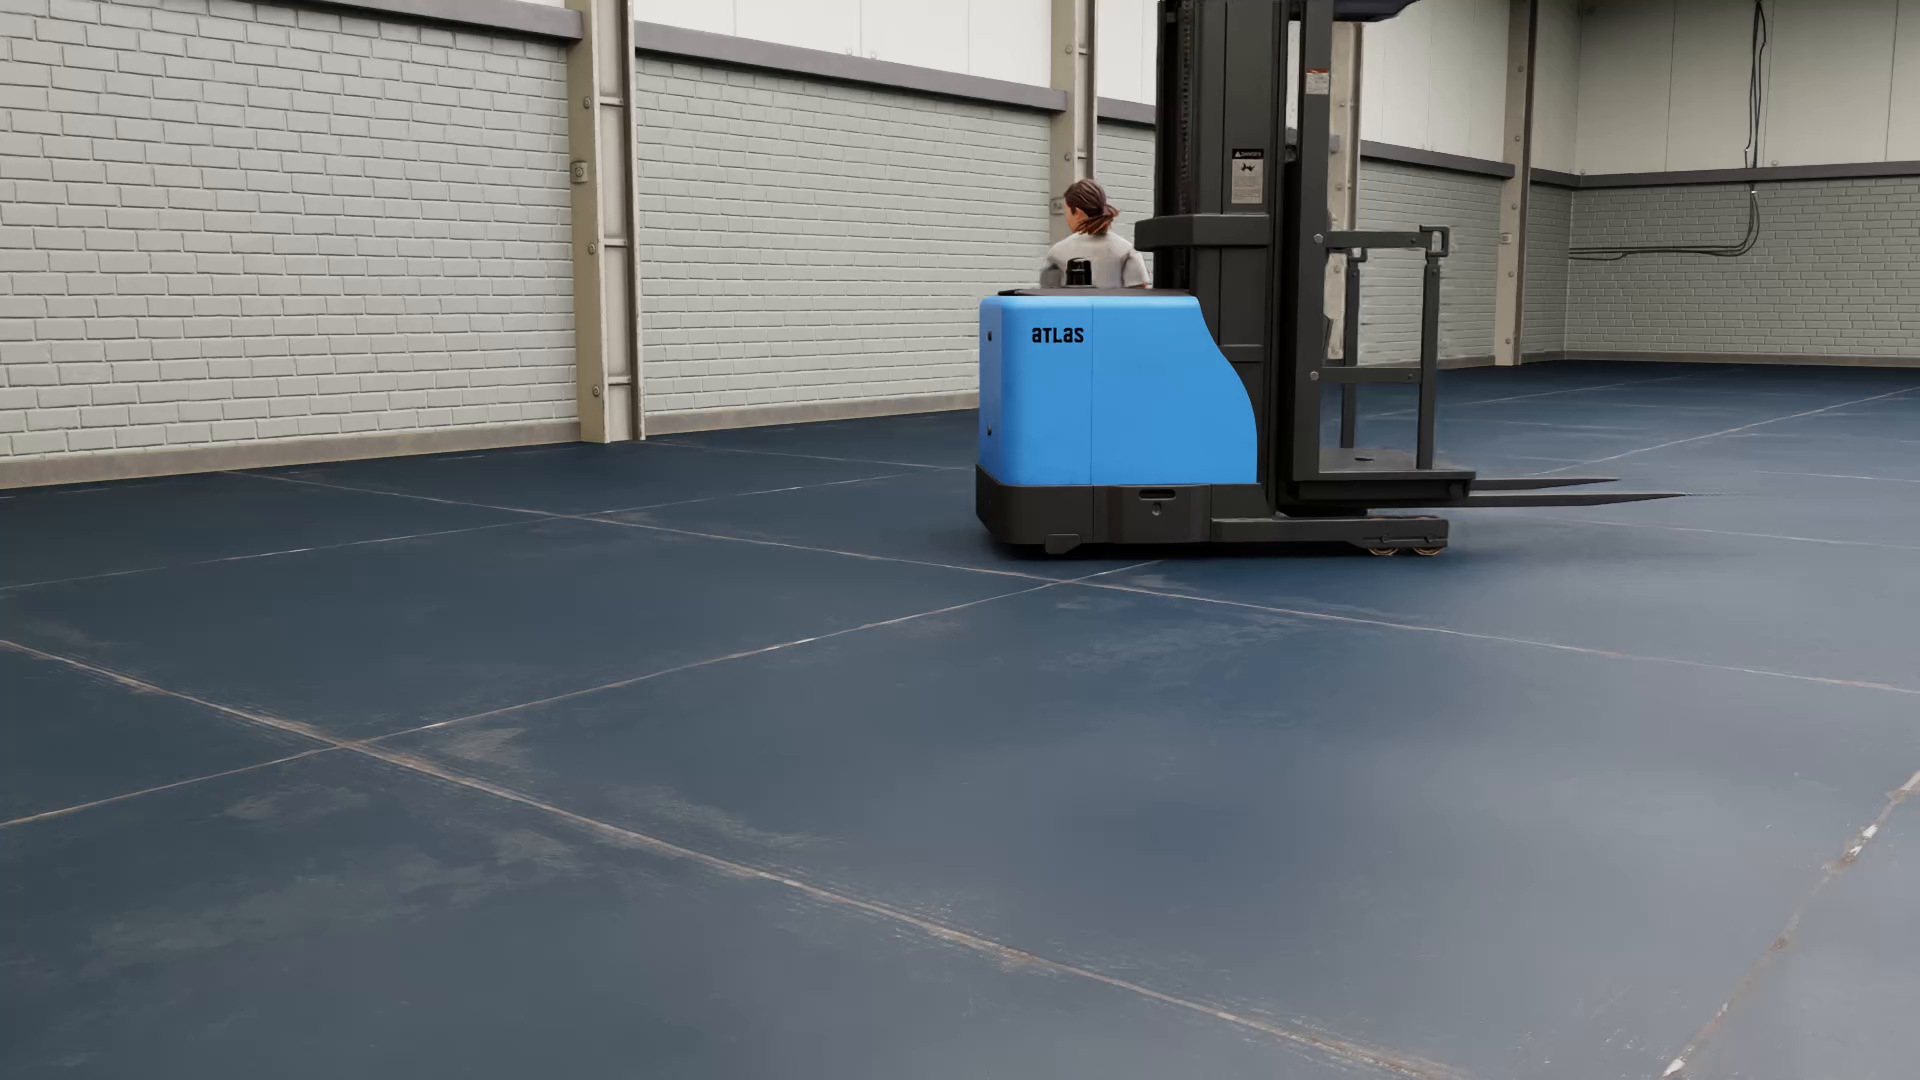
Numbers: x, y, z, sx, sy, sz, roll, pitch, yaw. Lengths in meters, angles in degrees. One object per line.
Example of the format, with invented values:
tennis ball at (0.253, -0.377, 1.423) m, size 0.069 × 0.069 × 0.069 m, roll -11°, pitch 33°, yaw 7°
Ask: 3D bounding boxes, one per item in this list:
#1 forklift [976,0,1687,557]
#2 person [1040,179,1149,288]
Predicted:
forklift at (1.623, -1.456, 7.229) m, size 3.031 × 2.935 × 1.130 m, roll -1°, pitch 8°, yaw -5°
person at (0.692, -0.896, 8.023) m, size 0.626 × 1.635 × 0.784 m, roll 0°, pitch 8°, yaw 3°
